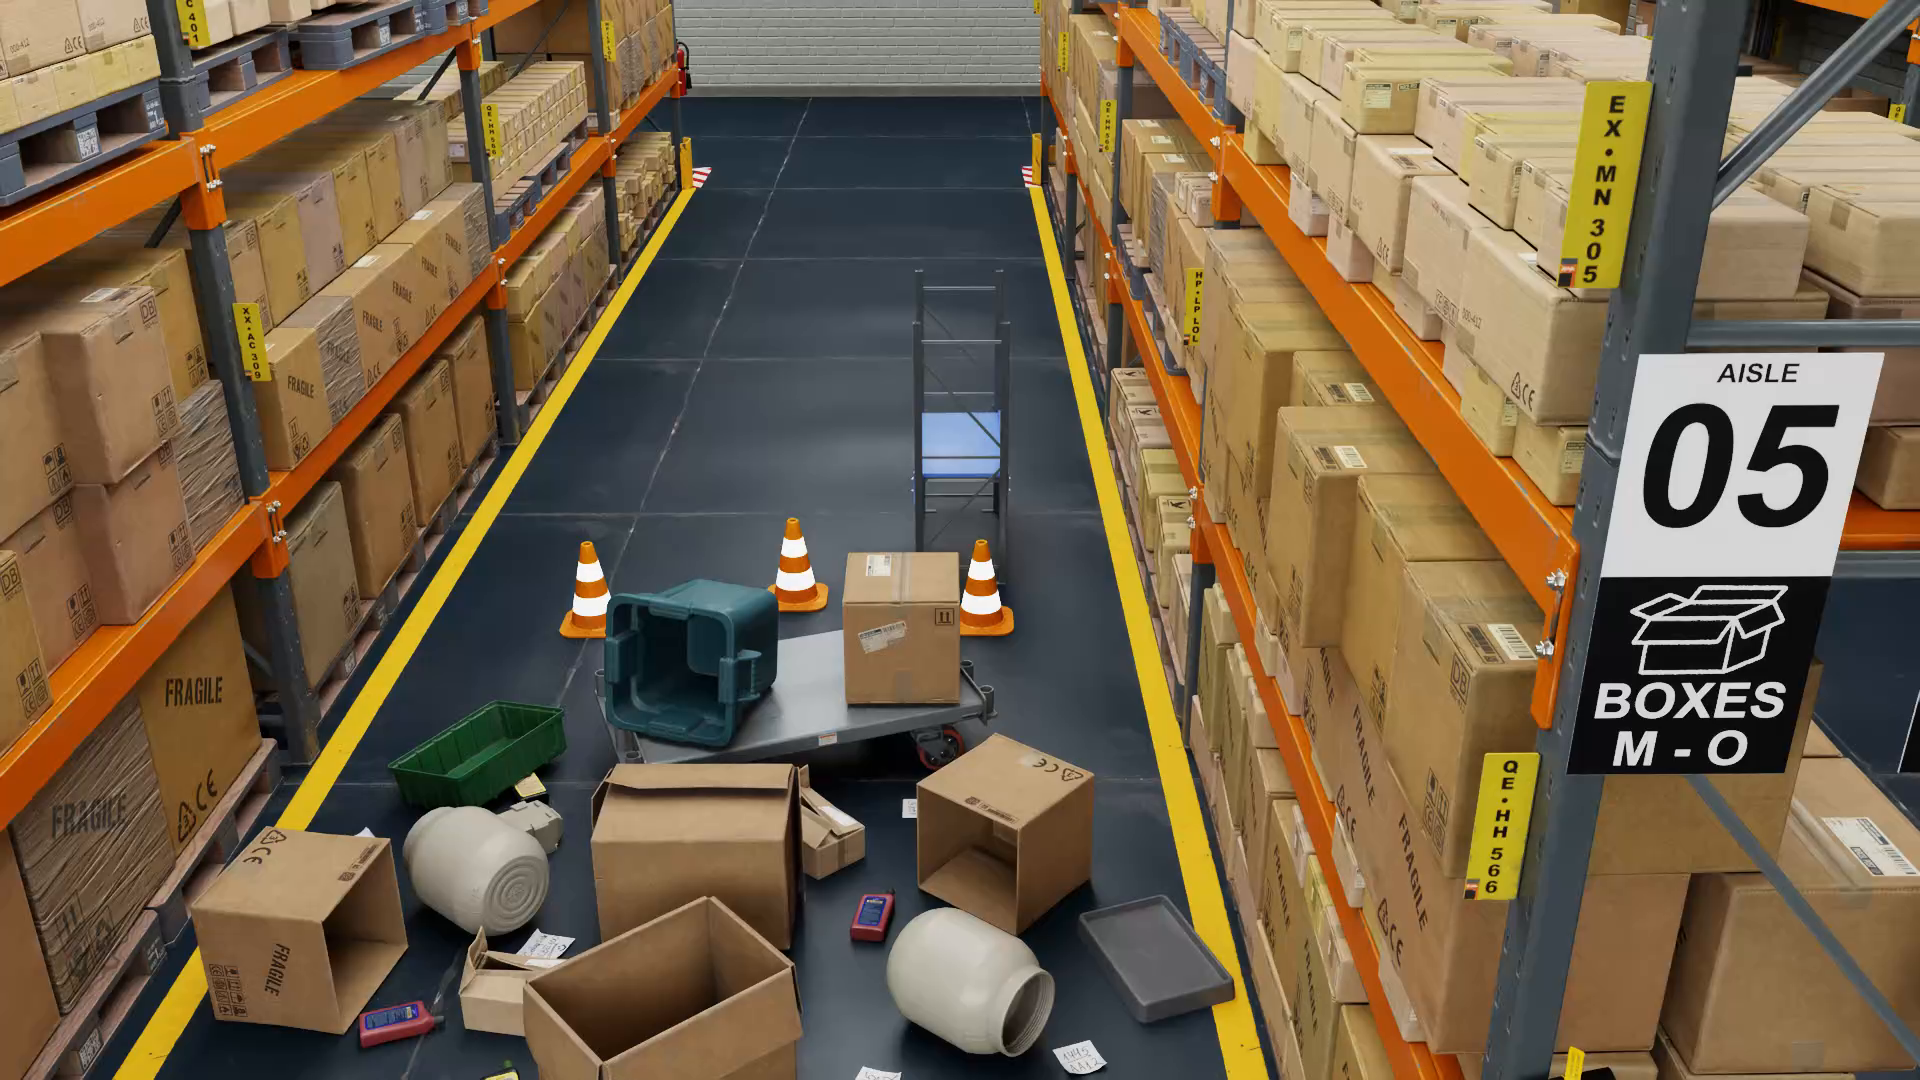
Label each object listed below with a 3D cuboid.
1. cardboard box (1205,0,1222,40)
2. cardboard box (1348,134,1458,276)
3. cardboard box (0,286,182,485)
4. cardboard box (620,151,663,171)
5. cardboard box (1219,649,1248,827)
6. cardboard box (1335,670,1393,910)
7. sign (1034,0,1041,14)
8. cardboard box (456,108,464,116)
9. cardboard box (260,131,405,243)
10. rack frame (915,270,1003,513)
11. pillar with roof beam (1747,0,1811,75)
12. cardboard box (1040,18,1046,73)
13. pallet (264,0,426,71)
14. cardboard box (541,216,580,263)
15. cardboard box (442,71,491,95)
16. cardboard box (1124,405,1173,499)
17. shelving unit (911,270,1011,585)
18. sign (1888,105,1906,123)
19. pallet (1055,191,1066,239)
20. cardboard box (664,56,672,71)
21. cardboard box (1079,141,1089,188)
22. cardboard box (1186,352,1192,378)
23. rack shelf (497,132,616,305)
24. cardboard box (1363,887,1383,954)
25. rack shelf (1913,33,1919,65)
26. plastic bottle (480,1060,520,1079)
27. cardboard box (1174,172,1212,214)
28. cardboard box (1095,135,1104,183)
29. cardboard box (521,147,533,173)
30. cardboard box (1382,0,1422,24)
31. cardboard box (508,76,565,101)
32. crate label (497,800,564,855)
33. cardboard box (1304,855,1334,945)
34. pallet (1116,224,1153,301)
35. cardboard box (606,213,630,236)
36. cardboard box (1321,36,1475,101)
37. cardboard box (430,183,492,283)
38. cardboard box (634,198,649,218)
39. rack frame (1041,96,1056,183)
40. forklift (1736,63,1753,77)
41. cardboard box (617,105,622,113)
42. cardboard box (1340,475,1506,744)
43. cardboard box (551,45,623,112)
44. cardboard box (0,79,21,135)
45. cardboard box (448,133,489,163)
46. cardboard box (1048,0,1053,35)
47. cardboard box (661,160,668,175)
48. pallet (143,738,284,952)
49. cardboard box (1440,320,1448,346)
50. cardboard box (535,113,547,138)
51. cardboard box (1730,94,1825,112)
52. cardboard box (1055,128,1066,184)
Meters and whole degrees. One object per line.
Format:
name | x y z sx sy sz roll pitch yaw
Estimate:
cardboard box | 1.376 -2.368 7.379 0.500 0.250 0.500 0 24 0
cardboard box | 1.282 -0.846 4.162 0.500 0.250 0.500 0 24 1
cardboard box | -3.329 -0.548 5.829 0.875 0.550 0.550 0 24 -1
cardboard box | -3.219 -3.830 16.806 0.380 0.149 0.250 1 24 1
cardboard box | 1.282 0.755 6.358 0.500 0.500 0.500 1 24 2
cardboard box | 1.289 0.609 4.282 0.500 0.500 0.500 0 24 0
sign | 0.842 -5.805 17.799 0.100 0.325 0.005 0 24 -1
cardboard box | -3.944 -3.170 12.553 0.380 0.149 0.250 -1 24 -1
cardboard box | -3.455 -1.911 9.000 0.700 0.500 0.500 -1 24 -1
rack frame | -0.005 -0.858 9.826 0.500 1.500 0.032 0 24 -1
pillar with roof beam | 2.993 -6.755 13.766 9.100 9.000 0.400 0 24 -1
cardboard box | 1.115 -5.221 17.533 0.500 0.500 0.500 0 24 -1
pallet | -3.389 -2.569 8.379 1.003 0.211 1.213 1 24 2
cardboard box | -3.235 -2.321 12.856 0.500 0.250 0.500 -1 24 -3
cardboard box | -3.954 -3.626 13.200 0.380 0.149 0.250 0 24 0
cardboard box | 1.496 -0.535 9.973 0.950 0.372 0.625 -1 24 -2
shelving unit | 0.001 -0.648 9.363 0.538 1.500 1.048 0 24 -1
sign | 5.905 -2.587 10.521 0.100 0.325 0.005 0 24 -1
pallet | 1.494 -3.273 16.732 1.003 0.211 1.213 0 24 -1
cardboard box | -3.266 -5.063 17.610 0.380 0.149 0.250 0 24 0
cardboard box | 1.174 -2.845 12.583 0.500 0.250 0.500 -1 24 -1
cardboard box | 1.261 -0.826 7.732 0.380 0.149 0.250 -1 24 -2
rack shelf | -3.486 -2.511 12.534 1.077 0.370 4.000 0 24 -1
cardboard box | 1.258 0.970 4.270 0.380 0.149 0.250 -1 24 -1
rack shelf | 6.469 -2.317 8.466 1.077 0.370 4.000 0 24 -1
plastic bottle | -1.536 1.857 5.570 0.133 0.061 0.283 -9 26 -19
cardboard box | 1.250 -1.684 8.054 0.380 0.149 0.250 -1 24 -3
cardboard box | 1.216 -2.647 11.539 0.500 0.250 0.500 -1 24 -2
cardboard box | -3.283 -2.719 11.917 0.380 0.149 0.250 1 24 1
cardboard box | 1.750 -1.916 6.043 0.380 0.149 0.250 0 24 1
cardboard box | -3.301 -3.521 12.967 0.380 0.149 0.250 0 24 -1
crate label | -1.811 1.207 6.916 0.298 0.136 0.250 -19 31 -36
cardboard box | 1.231 1.059 4.898 0.380 0.149 0.250 0 24 0
pallet | 1.598 -1.698 10.096 1.213 0.211 1.003 0 24 -1
cardboard box | -3.192 -2.841 14.981 0.380 0.149 0.250 1 24 2
cardboard box | 1.274 -1.378 4.854 0.380 0.149 0.250 -1 24 -1
cardboard box | -3.191 -1.875 10.135 0.500 0.500 0.500 0 24 -1
cardboard box | -3.246 -3.241 16.226 0.380 0.149 0.250 -1 24 -2
rack frame | 1.397 -5.375 17.994 1.000 3.000 0.127 0 24 -1
forklift | 3.031 -0.568 7.449 1.130 2.935 3.031 0 24 0
cardboard box | -3.314 -3.994 15.246 0.380 0.149 0.250 -1 24 -3
cardboard box | 1.350 0.164 4.053 0.700 0.500 0.500 0 24 0
cardboard box | -3.262 -4.049 14.580 0.500 0.500 0.500 -1 24 -2
cardboard box | -3.086 -1.288 4.992 0.380 0.149 0.250 0 24 0
cardboard box | -3.276 -2.555 10.833 0.380 0.149 0.250 0 24 0
cardboard box | 1.143 -5.252 16.387 0.500 0.500 0.500 0 24 -1
cardboard box | -3.253 -3.908 17.340 0.380 0.149 0.250 -1 24 -3
pallet | -3.491 1.218 6.800 1.003 0.211 1.213 0 24 -1
cardboard box | 1.347 -0.496 3.872 0.380 0.149 0.250 0 24 0
cardboard box | -3.291 -3.069 12.329 0.380 0.149 0.250 1 24 1
cardboard box | 1.785 -0.957 3.923 0.380 0.149 0.250 0 24 -1
cardboard box | 1.504 -4.127 17.835 0.875 0.438 0.875 -1 24 -2
